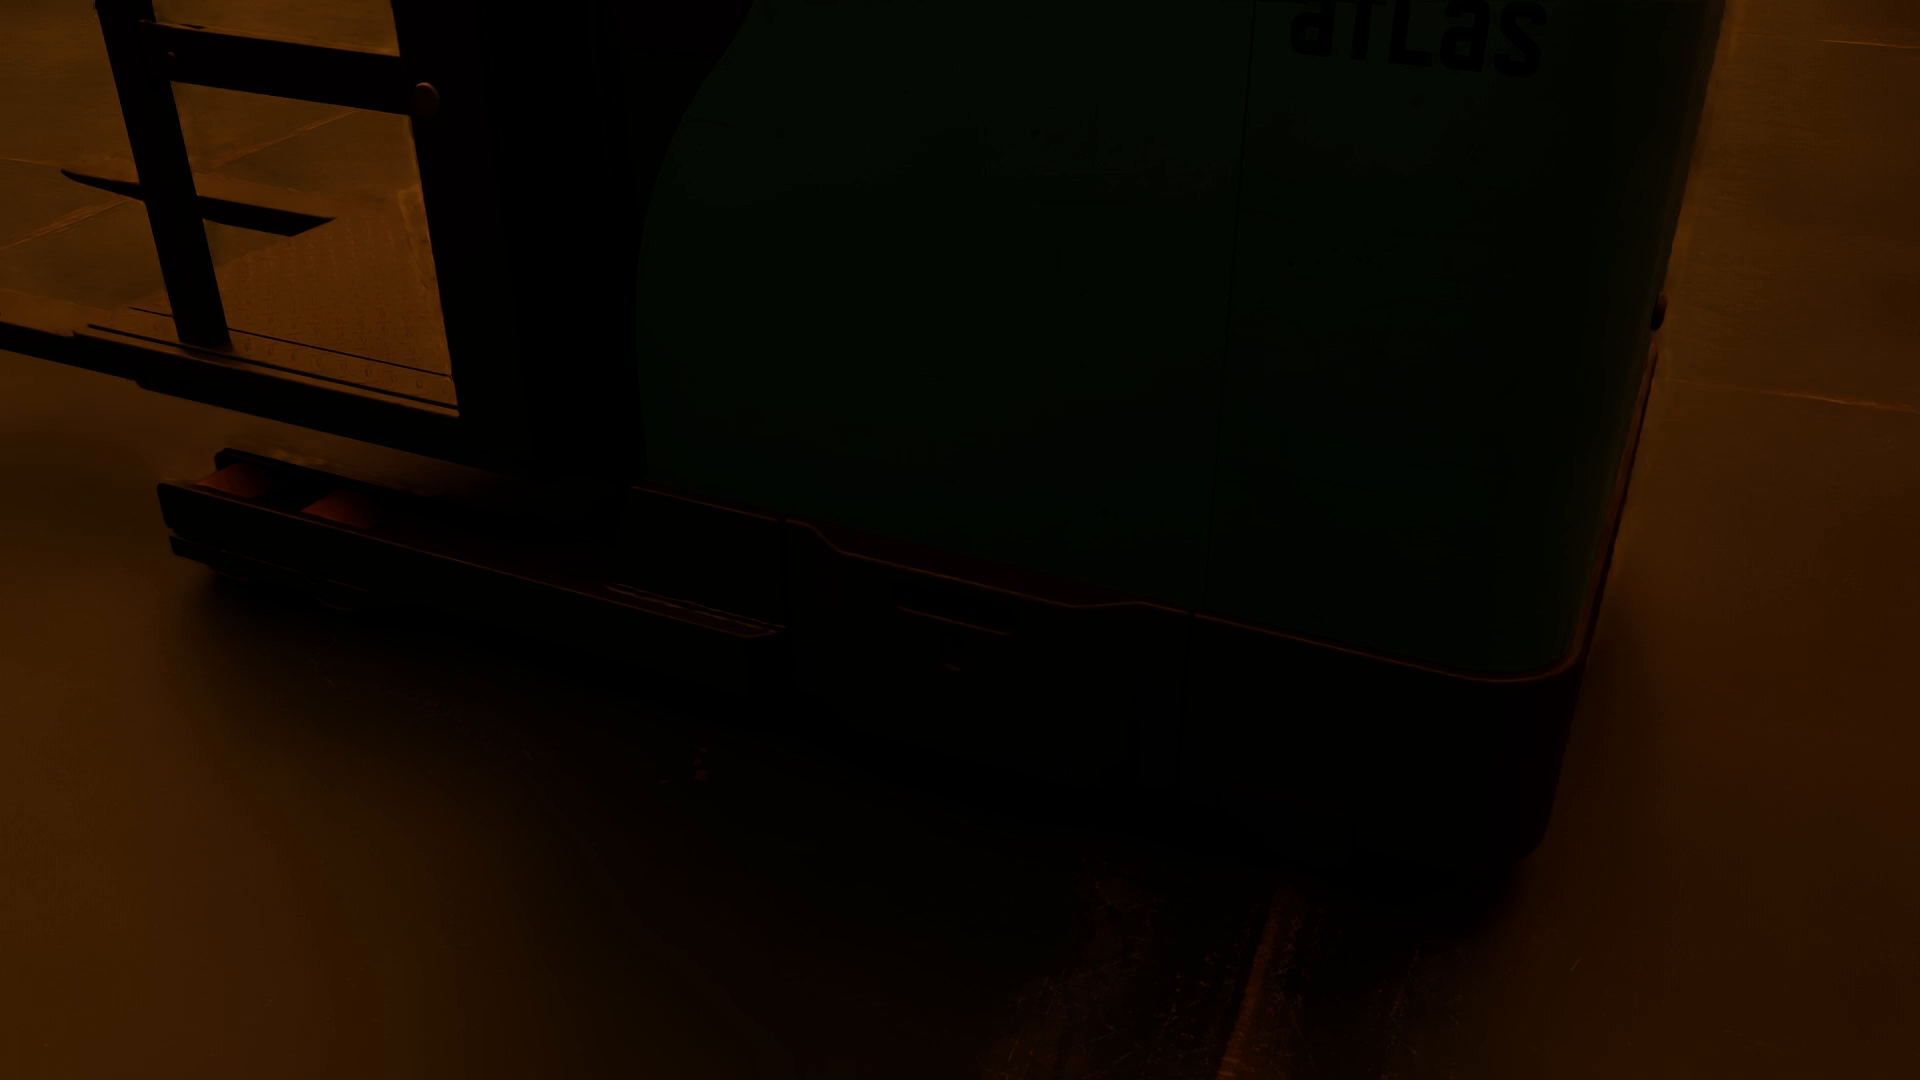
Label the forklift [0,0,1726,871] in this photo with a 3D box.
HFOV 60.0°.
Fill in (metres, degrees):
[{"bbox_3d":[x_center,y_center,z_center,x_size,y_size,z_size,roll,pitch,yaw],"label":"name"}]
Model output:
[{"bbox_3d":[-0.569,-1.396,1.991,3.031,2.935,1.130,13,32,21],"label":"forklift"}]
